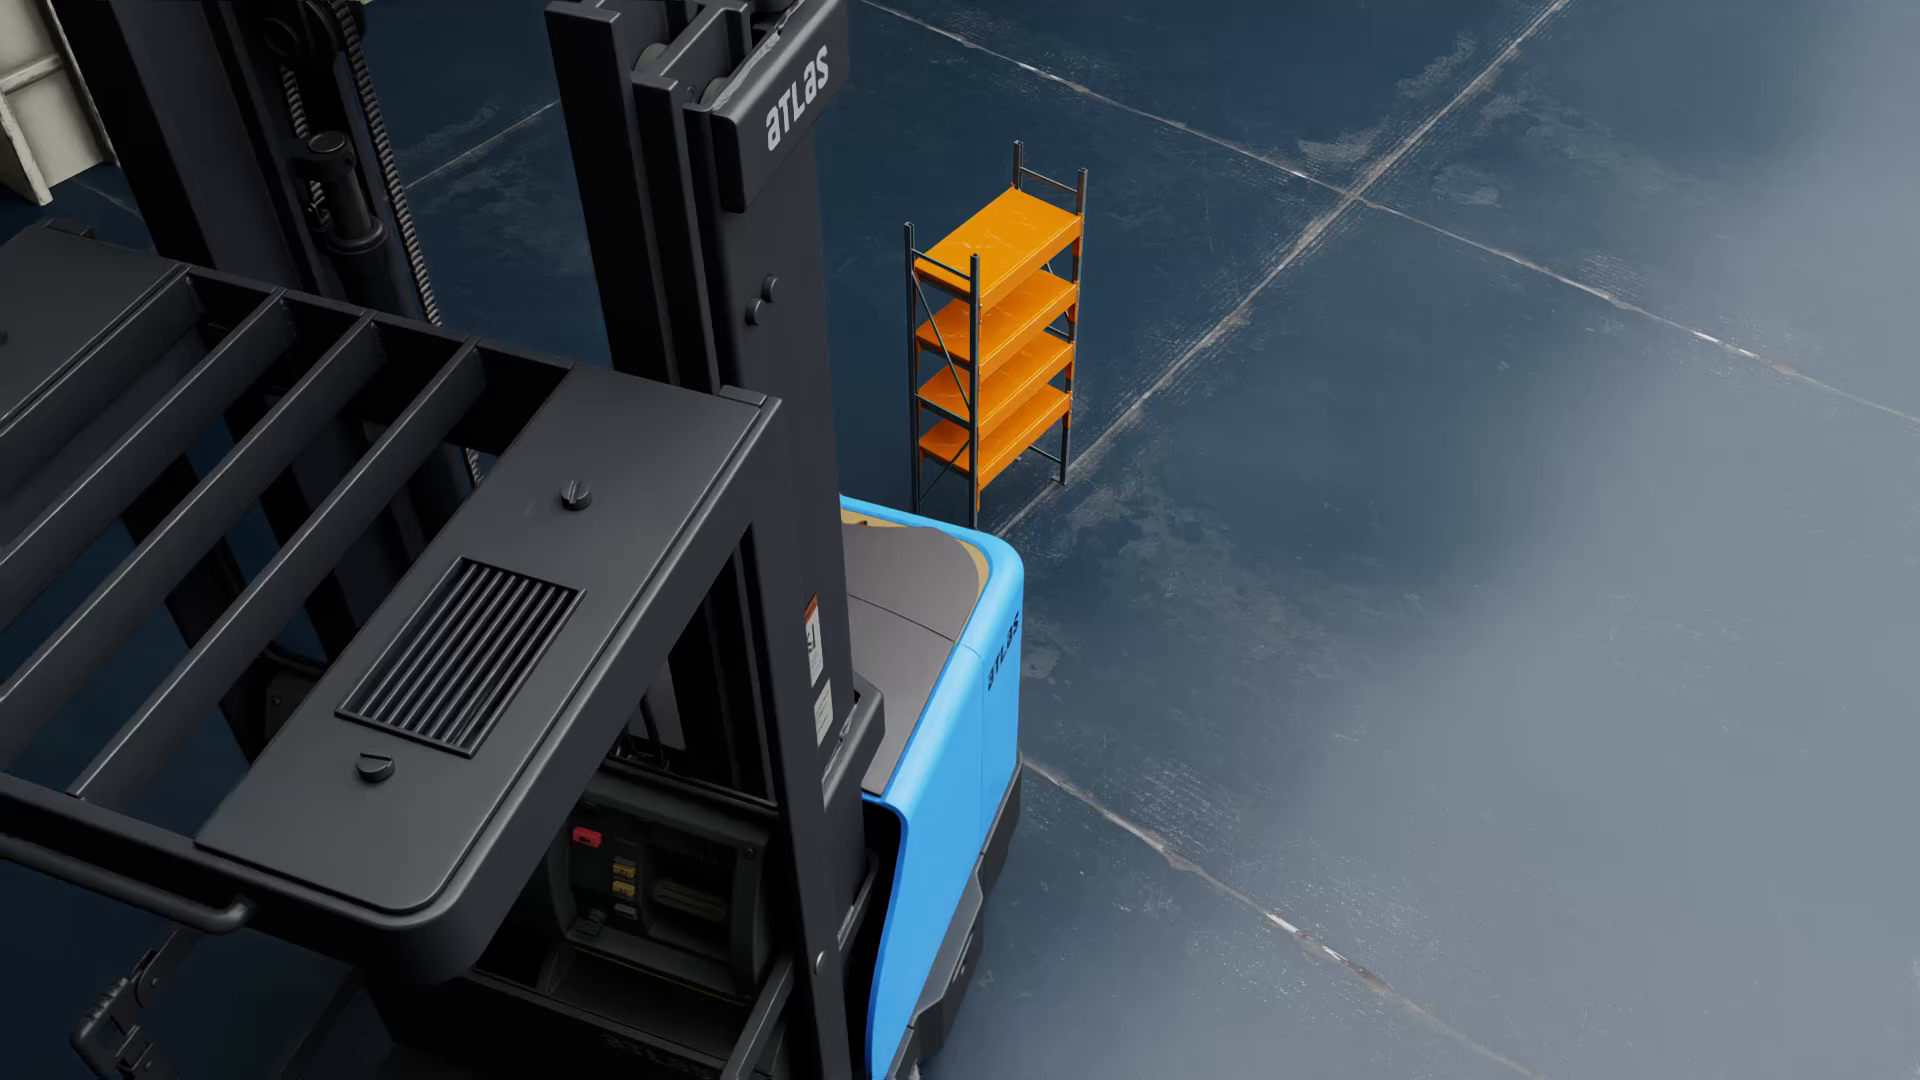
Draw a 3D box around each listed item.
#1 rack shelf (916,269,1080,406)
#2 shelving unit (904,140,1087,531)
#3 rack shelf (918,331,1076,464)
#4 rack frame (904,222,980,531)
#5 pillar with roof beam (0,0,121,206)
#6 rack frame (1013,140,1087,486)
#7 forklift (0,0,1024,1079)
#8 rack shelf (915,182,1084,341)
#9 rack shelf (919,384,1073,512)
[{"bbox_3d":[0.101,-0.617,4.794,0.258,0.148,0.480,29,53,25],"label":"rack shelf"},{"bbox_3d":[0.101,-0.509,4.907,0.258,1.200,0.503,29,53,25],"label":"shelving unit"},{"bbox_3d":[0.101,-0.463,4.955,0.258,0.148,0.480,29,53,25],"label":"rack shelf"},{"bbox_3d":[-0.048,-0.370,4.773,0.240,1.200,0.015,29,53,25],"label":"rack frame"},{"bbox_3d":[-0.185,-2.689,1.595,9.100,9.000,0.400,29,53,25],"label":"pillar with roof beam"},{"bbox_3d":[0.250,-0.649,5.040,0.240,1.200,0.015,29,53,25],"label":"rack frame"},{"bbox_3d":[-0.823,0.616,2.635,1.130,2.935,3.031,15,48,14],"label":"forklift"},{"bbox_3d":[0.101,-0.781,4.622,0.258,0.148,0.480,29,53,25],"label":"rack shelf"},{"bbox_3d":[0.101,-0.326,5.099,0.258,0.148,0.480,29,53,25],"label":"rack shelf"}]
